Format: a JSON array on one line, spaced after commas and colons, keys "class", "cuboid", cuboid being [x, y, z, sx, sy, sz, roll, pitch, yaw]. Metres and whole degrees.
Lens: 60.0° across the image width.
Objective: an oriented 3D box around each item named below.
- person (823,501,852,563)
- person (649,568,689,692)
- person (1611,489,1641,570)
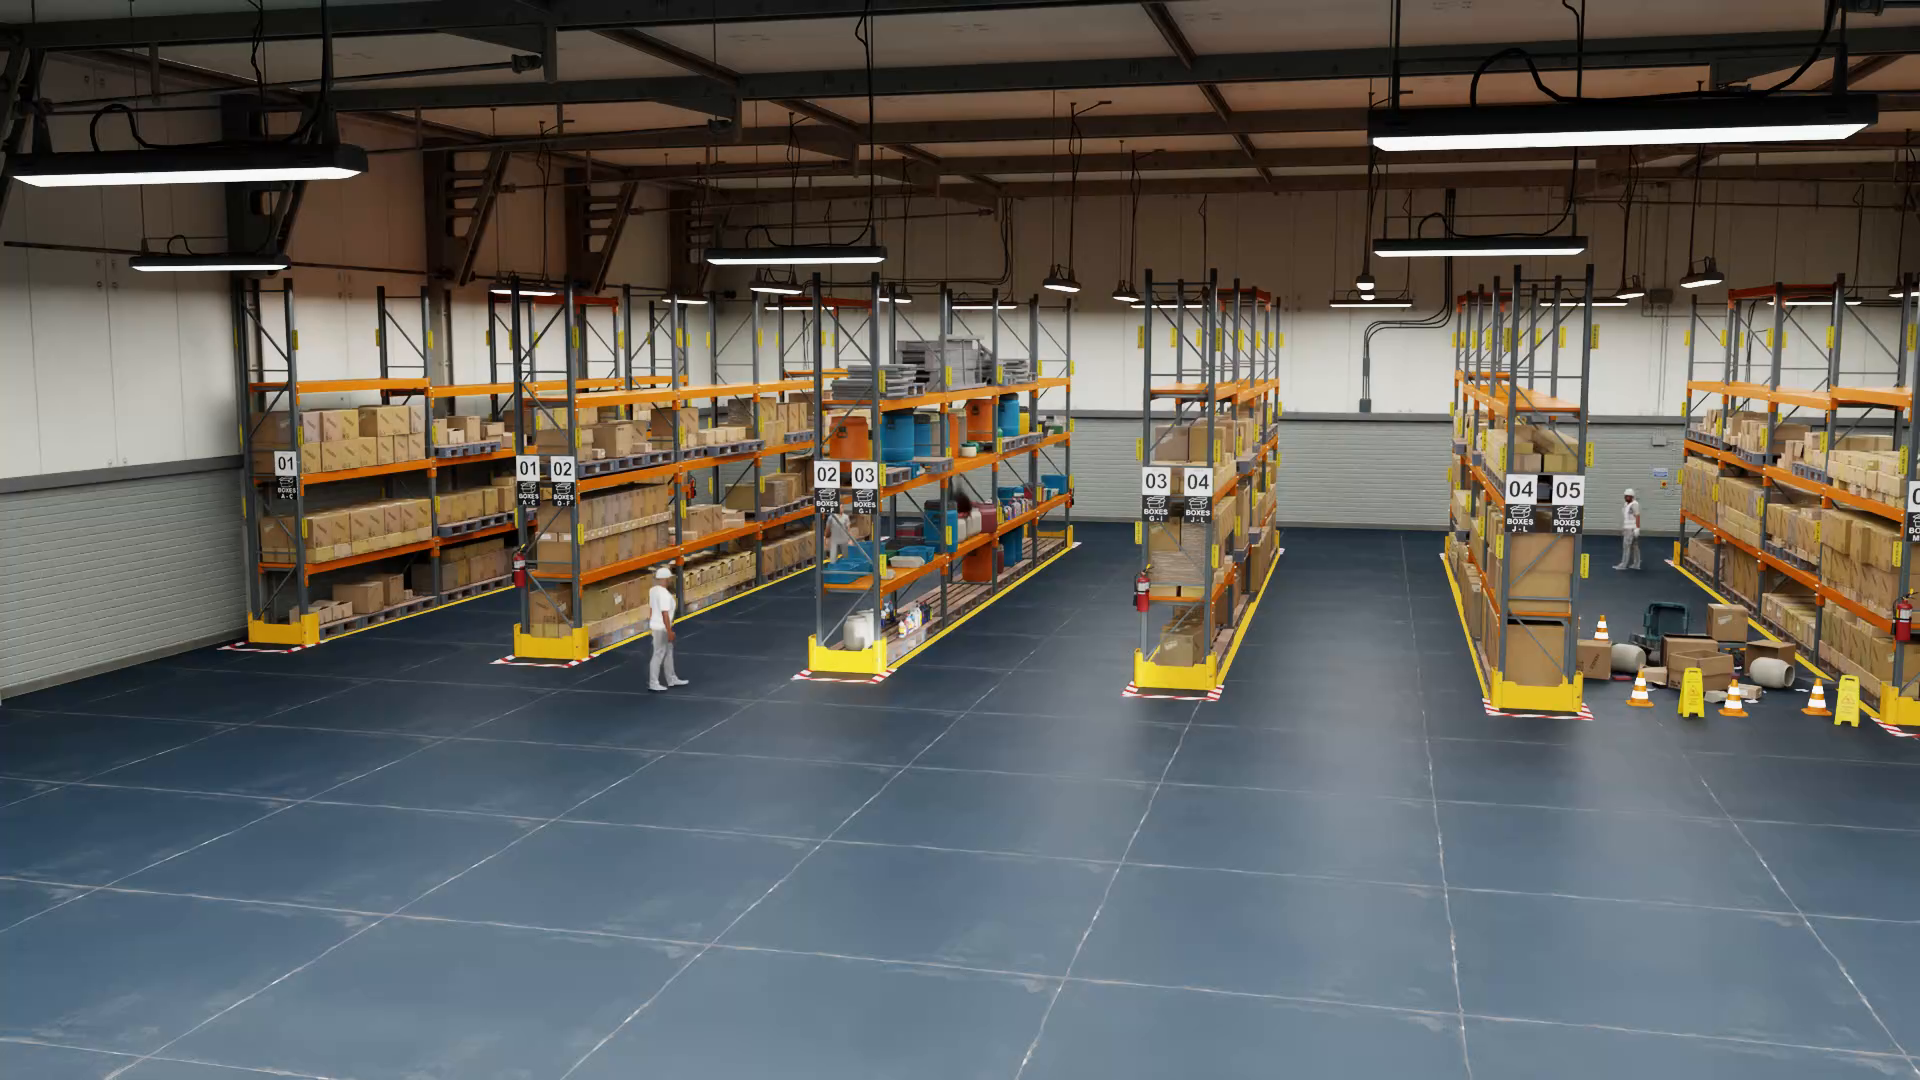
[{"class": "person", "cuboid": [-2.384, 0.051, 32.308, 0.613, 1.596, 1.037, 1, 7, 10]}, {"class": "person", "cuboid": [-4.209, 1.274, 23.910, 0.568, 1.759, 0.631, -1, 7, -9]}, {"class": "person", "cuboid": [14.656, -0.240, 36.486, 0.588, 1.776, 0.601, 3, 8, 24]}]
